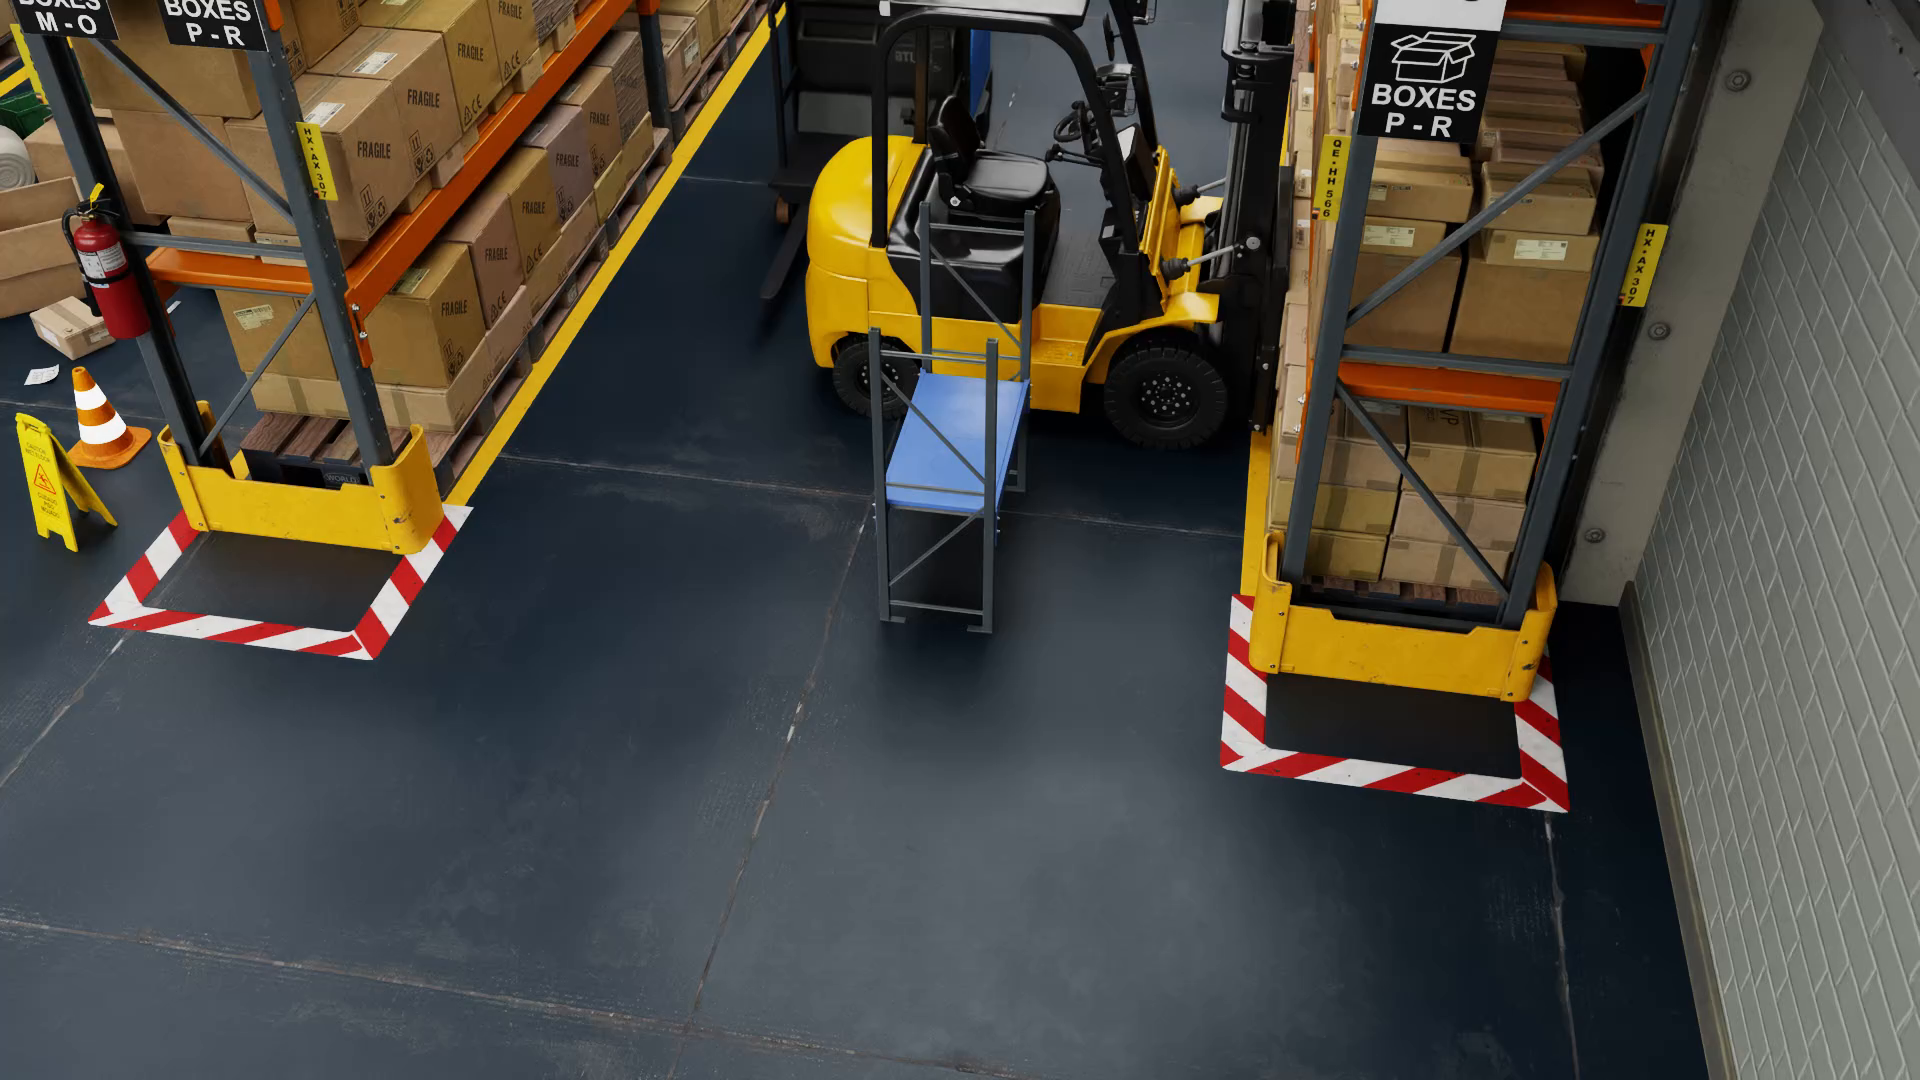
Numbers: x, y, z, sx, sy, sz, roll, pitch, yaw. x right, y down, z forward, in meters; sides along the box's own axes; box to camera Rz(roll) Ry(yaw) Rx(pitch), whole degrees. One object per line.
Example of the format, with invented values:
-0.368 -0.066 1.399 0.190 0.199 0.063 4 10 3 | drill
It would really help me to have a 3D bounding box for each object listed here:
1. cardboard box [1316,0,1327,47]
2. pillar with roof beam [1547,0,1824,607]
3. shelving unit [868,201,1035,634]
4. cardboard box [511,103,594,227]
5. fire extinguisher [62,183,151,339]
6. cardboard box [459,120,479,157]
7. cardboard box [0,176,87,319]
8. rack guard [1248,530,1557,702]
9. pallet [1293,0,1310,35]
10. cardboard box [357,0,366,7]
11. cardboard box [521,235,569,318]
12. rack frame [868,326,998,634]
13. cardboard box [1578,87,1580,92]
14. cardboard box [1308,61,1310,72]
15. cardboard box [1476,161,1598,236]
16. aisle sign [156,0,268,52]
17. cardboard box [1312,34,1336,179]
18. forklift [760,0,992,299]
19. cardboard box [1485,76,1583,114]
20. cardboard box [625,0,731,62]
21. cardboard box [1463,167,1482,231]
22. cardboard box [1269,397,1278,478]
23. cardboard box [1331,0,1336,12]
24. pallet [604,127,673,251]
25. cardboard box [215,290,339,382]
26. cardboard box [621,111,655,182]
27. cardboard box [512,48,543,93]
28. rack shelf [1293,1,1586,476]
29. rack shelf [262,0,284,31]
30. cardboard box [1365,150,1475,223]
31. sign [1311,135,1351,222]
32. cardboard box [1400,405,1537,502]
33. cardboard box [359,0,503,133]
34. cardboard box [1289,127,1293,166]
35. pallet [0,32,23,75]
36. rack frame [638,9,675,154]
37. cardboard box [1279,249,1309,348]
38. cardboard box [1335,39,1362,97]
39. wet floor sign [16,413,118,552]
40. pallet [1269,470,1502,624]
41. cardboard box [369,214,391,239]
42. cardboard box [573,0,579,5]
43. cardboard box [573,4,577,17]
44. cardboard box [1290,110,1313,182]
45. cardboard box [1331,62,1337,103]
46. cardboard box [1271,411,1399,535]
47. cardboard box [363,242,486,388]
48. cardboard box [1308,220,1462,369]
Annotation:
2.195 -2.960 8.898 0.500 0.500 0.500 5 40 6 | cardboard box
-1.395 -3.785 5.266 9.100 9.000 0.400 6 40 8 | pillar with roof beam
-0.015 -0.524 7.207 0.538 1.500 1.048 6 40 8 | shelving unit
-2.372 -2.067 9.135 0.500 0.500 0.500 8 40 10 | cardboard box
-3.526 -1.155 6.854 0.296 0.674 0.183 6 40 8 | fire extinguisher
-2.533 -1.937 7.936 0.380 0.149 0.250 7 40 9 | cardboard box
-5.242 -1.625 9.321 0.797 0.503 0.637 -20 44 -23 | cardboard box
1.833 0.318 6.974 1.175 0.500 0.348 6 40 8 | rack guard
3.041 -4.094 12.537 1.003 0.211 1.213 6 40 8 | pallet
-3.097 -2.737 7.610 0.700 0.500 0.500 6 40 7 | cardboard box
-2.463 -1.447 8.974 0.500 0.250 0.500 9 40 11 | cardboard box
-0.103 -0.205 6.821 0.500 1.500 0.032 6 40 8 | rack frame
2.444 -1.933 7.146 0.380 0.149 0.250 8 40 9 | cardboard box
2.751 -3.233 10.840 0.875 0.625 0.625 6 40 7 | cardboard box
2.106 -1.251 6.088 0.380 0.149 0.250 6 40 7 | cardboard box
-2.758 -2.135 5.938 0.394 0.787 0.004 6 40 8 | aisle sign
1.927 -2.000 7.737 0.500 0.500 0.500 7 40 8 | cardboard box
-0.517 -3.188 9.306 1.130 2.935 3.031 6 40 7 | forklift
2.274 -1.733 6.671 0.380 0.149 0.250 7 40 8 | cardboard box
-2.151 -3.646 11.539 0.950 0.372 0.625 9 40 10 | cardboard box
2.131 -1.296 6.375 0.380 0.149 0.250 6 40 8 | cardboard box
1.703 -0.404 7.713 0.500 0.250 0.500 6 40 8 | cardboard box
1.992 -2.648 8.012 0.380 0.149 0.250 6 40 7 | cardboard box
-2.441 -2.216 10.265 1.003 0.211 1.213 6 40 8 | pallet
-3.170 -1.129 8.001 0.500 0.500 0.500 7 40 8 | cardboard box
-2.198 -2.418 10.148 0.500 0.250 0.500 8 40 10 | cardboard box
-2.371 -2.423 8.524 0.380 0.149 0.250 7 40 8 | cardboard box
2.183 -1.639 7.943 1.077 0.370 4.000 6 40 8 | rack shelf
-2.706 -3.340 7.646 1.077 0.370 4.000 6 40 8 | rack shelf
1.692 -1.312 6.162 0.380 0.149 0.250 6 40 8 | cardboard box
1.305 -1.267 5.834 0.100 0.325 0.005 6 40 8 | sign
2.107 -0.429 6.959 0.500 0.250 0.500 6 40 7 | cardboard box
-2.524 -2.271 7.831 0.500 0.500 0.500 6 40 7 | cardboard box
2.142 -2.196 9.489 0.500 0.250 0.500 6 40 7 | cardboard box
-7.194 -3.616 11.958 1.003 0.211 1.213 6 40 8 | pallet
-2.360 -3.716 9.891 1.000 3.000 0.127 6 40 8 | rack frame
1.770 -1.111 7.783 0.500 0.250 0.500 7 40 8 | cardboard box
1.774 -1.961 6.947 0.380 0.149 0.250 7 40 9 | cardboard box
-4.139 -0.297 7.603 0.267 0.644 0.232 20 44 23 | wet floor sign
1.928 -0.071 7.670 1.003 0.211 1.213 6 40 8 | pallet
-2.760 -1.459 7.358 0.380 0.149 0.250 7 40 8 | cardboard box
-2.274 -3.239 9.002 0.500 0.500 0.500 8 40 9 | cardboard box
-2.331 -2.917 9.121 0.380 0.149 0.250 6 40 7 | cardboard box
2.038 -2.070 8.943 0.500 0.250 0.500 6 40 8 | cardboard box
1.819 -2.006 7.234 0.380 0.149 0.250 7 40 8 | cardboard box
1.614 -0.296 7.189 0.500 0.250 0.500 6 40 7 | cardboard box
-2.637 -1.088 7.951 0.500 0.500 0.500 5 40 6 | cardboard box
1.664 -1.037 6.572 0.500 0.500 0.500 6 40 7 | cardboard box
